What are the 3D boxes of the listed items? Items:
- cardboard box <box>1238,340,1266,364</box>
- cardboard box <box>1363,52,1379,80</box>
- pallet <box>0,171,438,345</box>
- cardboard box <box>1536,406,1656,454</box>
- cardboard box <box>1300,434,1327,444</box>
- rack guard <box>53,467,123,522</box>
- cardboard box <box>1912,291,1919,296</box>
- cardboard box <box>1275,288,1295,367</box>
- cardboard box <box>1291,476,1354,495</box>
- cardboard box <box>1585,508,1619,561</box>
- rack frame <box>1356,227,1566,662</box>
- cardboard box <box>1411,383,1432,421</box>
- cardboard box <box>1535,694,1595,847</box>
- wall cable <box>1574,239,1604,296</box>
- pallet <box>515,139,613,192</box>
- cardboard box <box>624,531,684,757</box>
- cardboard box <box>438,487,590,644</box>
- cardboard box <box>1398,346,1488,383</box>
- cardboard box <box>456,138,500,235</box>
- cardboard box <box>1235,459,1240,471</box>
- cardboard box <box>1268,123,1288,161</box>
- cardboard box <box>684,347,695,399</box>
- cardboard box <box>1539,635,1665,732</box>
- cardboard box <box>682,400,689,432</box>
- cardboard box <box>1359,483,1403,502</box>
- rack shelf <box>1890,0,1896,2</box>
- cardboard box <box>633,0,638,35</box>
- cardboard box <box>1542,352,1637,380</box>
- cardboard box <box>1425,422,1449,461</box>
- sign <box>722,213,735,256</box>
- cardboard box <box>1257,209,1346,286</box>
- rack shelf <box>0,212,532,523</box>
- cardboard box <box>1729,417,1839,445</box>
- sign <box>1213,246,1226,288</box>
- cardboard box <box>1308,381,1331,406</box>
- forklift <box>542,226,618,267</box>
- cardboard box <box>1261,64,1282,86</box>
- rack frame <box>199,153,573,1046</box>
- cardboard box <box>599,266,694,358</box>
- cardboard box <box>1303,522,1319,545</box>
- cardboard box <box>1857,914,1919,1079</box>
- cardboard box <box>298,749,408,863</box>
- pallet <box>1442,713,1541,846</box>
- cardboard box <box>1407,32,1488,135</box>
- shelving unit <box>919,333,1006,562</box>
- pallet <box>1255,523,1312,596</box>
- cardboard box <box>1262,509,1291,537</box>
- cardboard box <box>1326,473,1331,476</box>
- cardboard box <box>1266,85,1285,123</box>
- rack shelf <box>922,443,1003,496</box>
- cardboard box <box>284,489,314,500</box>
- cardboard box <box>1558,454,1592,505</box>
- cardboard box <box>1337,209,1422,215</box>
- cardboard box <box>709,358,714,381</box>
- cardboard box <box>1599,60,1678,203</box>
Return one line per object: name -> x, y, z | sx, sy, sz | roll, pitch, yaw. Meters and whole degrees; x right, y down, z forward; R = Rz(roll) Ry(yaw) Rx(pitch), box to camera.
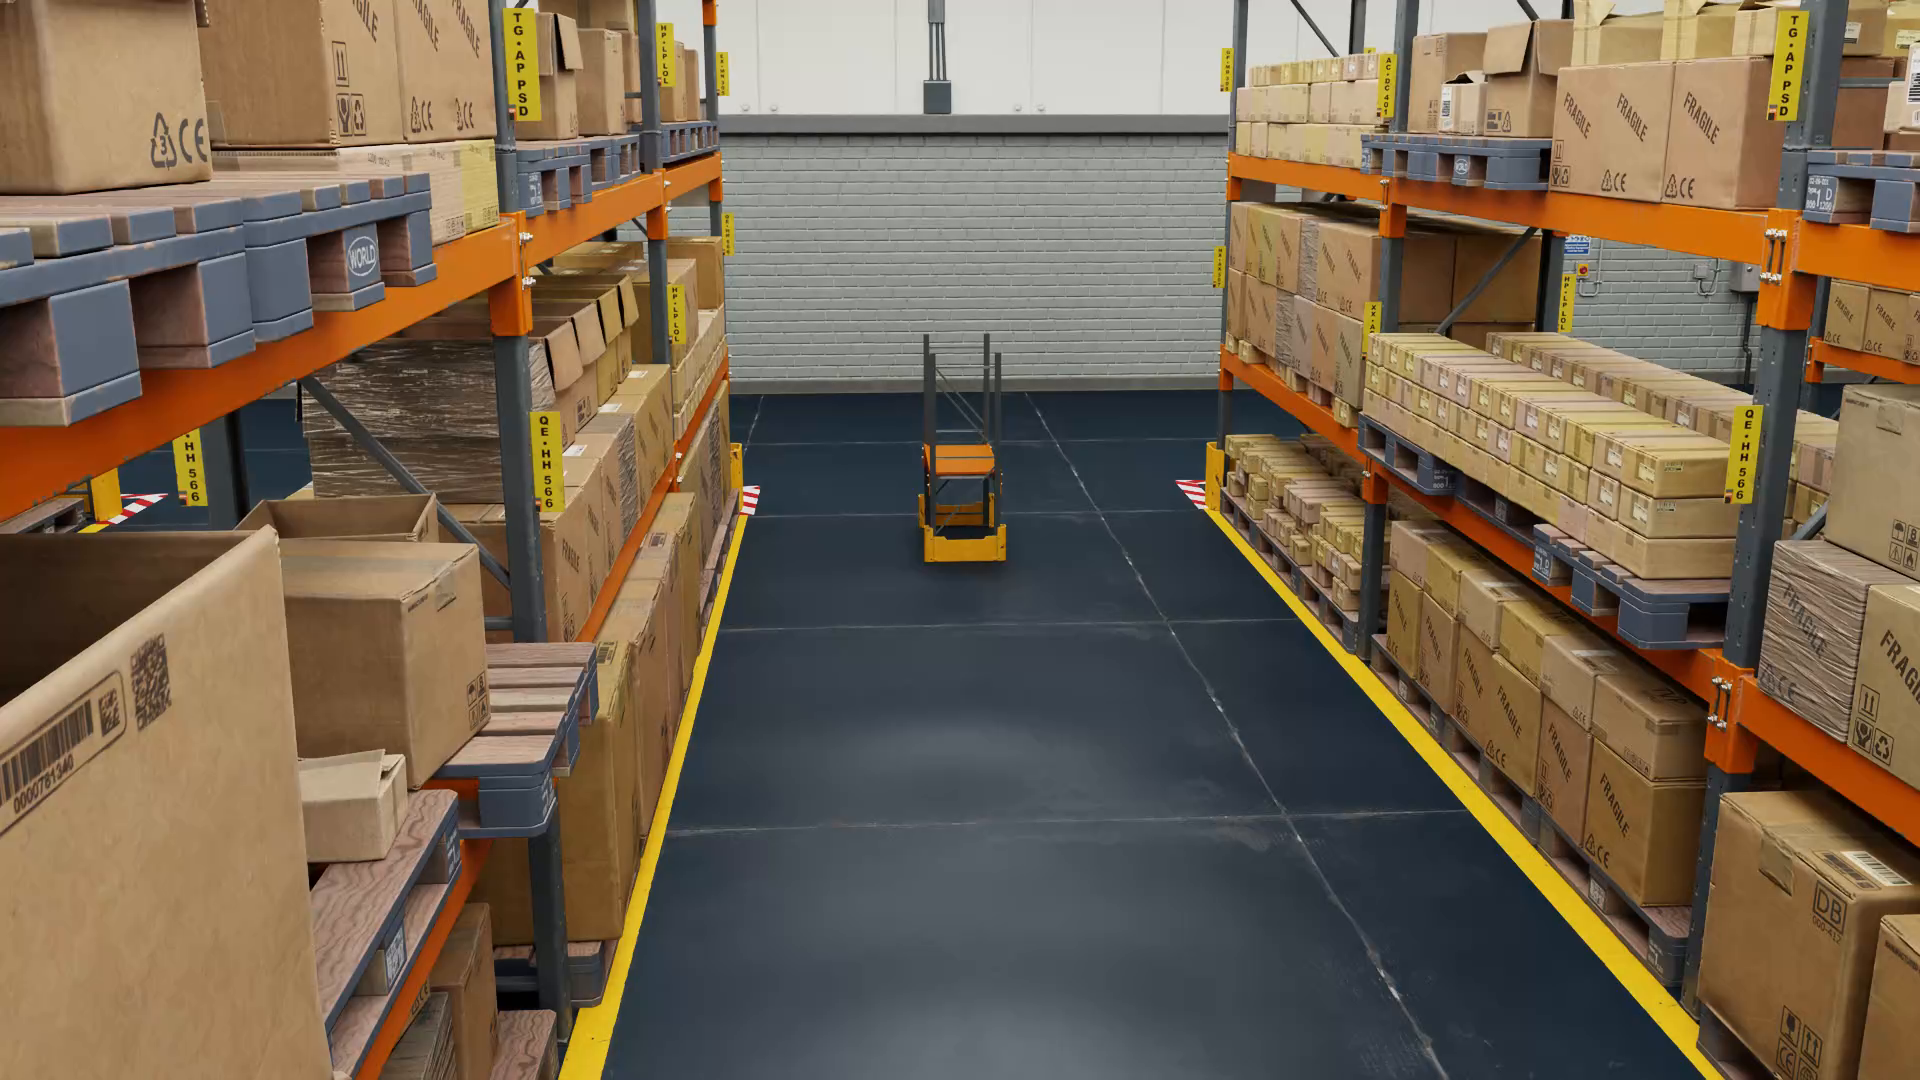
cardboard box -> 2.316, -1.418, 12.521 | 0.380, 0.149, 0.250 | -1, 14, -5
cardboard box -> 2.531, -2.715, 9.537 | 0.380, 0.149, 0.250 | -1, 14, -2
pallet -> -1.610, -0.494, 2.785 | 1.213, 0.211, 1.003 | -1, 14, -3
cardboard box -> 2.560, -0.444, 6.701 | 0.380, 0.149, 0.250 | 0, 14, -2
cardboard box -> 2.888, -0.738, 13.061 | 0.380, 0.149, 0.250 | -1, 14, -3
rack guard -> -7.312, -0.423, 13.166 | 1.175, 0.500, 0.348 | -1, 14, -3
cardboard box -> 7.361, -2.010, 12.110 | 0.500, 0.500, 0.500 | -1, 14, -4
cardboard box -> 2.468, -1.451, 11.347 | 0.500, 0.500, 0.500 | -1, 14, -5
cardboard box -> 2.508, -0.343, 11.523 | 0.380, 0.149, 0.250 | -1, 14, -3
cardboard box -> 2.595, -0.025, 6.265 | 0.380, 0.149, 0.250 | -1, 14, -4
rack frame -> 2.850, -0.761, 9.463 | 1.000, 3.000, 0.127 | -1, 14, -3
cardboard box -> 2.467, -0.688, 8.245 | 0.380, 0.149, 0.250 | -2, 15, -6
cardboard box -> 2.768, 0.953, 6.978 | 0.500, 0.500, 0.500 | 0, 14, -1
wall cable -> 7.164, -3.766, 19.042 | 0.585, 1.953, 0.123 | -1, 14, -3
pallet -> -2.024, -1.513, 6.746 | 1.003, 0.211, 1.213 | 0, 14, -1
cardboard box -> -1.991, 0.498, 7.994 | 1.225, 0.875, 0.875 | -1, 14, -5
cardboard box -> -1.617, 0.112, 5.870 | 0.500, 0.500, 0.500 | 0, 14, -2
cardboard box -> 2.452, -0.892, 8.442 | 0.380, 0.149, 0.250 | -1, 14, -3
cardboard box -> -1.584, -0.980, 4.596 | 0.500, 0.250, 0.500 | -1, 14, -3
cardboard box -> 2.379, -0.588, 13.073 | 0.380, 0.149, 0.250 | 0, 14, -1
cardboard box -> 2.448, -2.761, 11.518 | 0.500, 0.250, 0.500 | -1, 14, -5
cardboard box -> -1.900, -1.025, 10.195 | 0.500, 0.250, 0.500 | -1, 14, -4
cardboard box -> 2.752, 0.587, 6.895 | 0.500, 0.250, 0.500 | -1, 14, -3
cardboard box -> -1.809, -0.731, 9.854 | 0.380, 0.149, 0.250 | -1, 14, -5
cardboard box -> 2.940, -0.287, 11.308 | 0.380, 0.149, 0.250 | -1, 15, -6
rack shelf -> 7.660, -3.723, 11.182 | 1.077, 0.370, 4.000 | -1, 14, -3
cardboard box -> -2.239, -3.317, 10.632 | 0.500, 0.250, 0.500 | -1, 14, -5
cardboard box -> 3.118, -0.837, 8.228 | 0.380, 0.149, 0.250 | -1, 14, -4
cardboard box -> 2.481, -0.480, 8.035 | 0.380, 0.149, 0.250 | -2, 15, -6
sign -> -1.812, -2.384, 12.974 | 0.100, 0.325, 0.005 | -1, 14, -3
cardboard box -> 2.413, -2.061, 11.714 | 0.500, 0.500, 0.500 | -1, 14, -5
rack shelf -> -1.735, -0.321, 3.179 | 1.077, 0.370, 4.000 | -1, 14, -3
cardboard box -> 3.233, -0.381, 6.456 | 0.380, 0.149, 0.250 | -1, 14, -4
sign -> 2.061, -2.166, 13.188 | 0.100, 0.325, 0.005 | -1, 14, -3
cardboard box -> 2.479, -0.968, 10.772 | 0.380, 0.149, 0.250 | -2, 15, -6
forklift -> -3.804, -2.105, 14.825 | 3.031, 2.935, 1.130 | 0, 14, -2
cardboard box -> 2.351, -3.294, 11.786 | 0.380, 0.149, 0.250 | -1, 14, -3
rack frame -> -1.859, 0.286, 5.396 | 1.000, 3.000, 0.127 | -1, 14, -3
cardboard box -> -1.904, -1.389, 10.106 | 0.500, 0.500, 0.500 | -1, 14, -3
cardboard box -> 2.497, -0.061, 11.026 | 0.380, 0.149, 0.250 | -1, 14, -2
cardboard box -> 3.103, 1.491, 4.385 | 1.050, 0.750, 0.750 | -1, 14, -3
cardboard box -> -1.486, 0.558, 3.765 | 0.396, 0.266, 0.258 | -1, 14, -5
pallet -> 2.978, 1.088, 7.876 | 1.003, 0.211, 1.213 | -1, 14, -3
cardboard box -> 2.764, -2.369, 8.651 | 0.700, 0.500, 0.500 | -1, 14, -3
shelving unit -> 0.005, -0.707, 12.266 | 0.587, 1.500, 1.083 | -1, 14, -3
pallet -> 2.695, 0.119, 11.639 | 1.003, 0.211, 1.213 | -1, 14, -3
cardboard box -> 2.381, -0.127, 11.878 | 0.380, 0.149, 0.250 | -2, 15, -6
cardboard box -> 2.868, -0.398, 12.334 | 0.380, 0.149, 0.250 | -1, 14, -4
cardboard box -> 2.423, -3.009, 11.478 | 0.500, 0.250, 0.500 | -1, 14, -3
rack shelf -> 0.005, -0.531, 12.302 | 0.538, 0.185, 1.000 | -1, 14, -3
cardboard box -> -2.137, 0.118, 5.846 | 0.500, 0.500, 0.500 | 0, 14, -2
cardboard box -> 2.576, -0.239, 6.500 | 0.380, 0.149, 0.250 | -1, 14, -2
cardboard box -> 2.952, -2.067, 11.736 | 0.500, 0.500, 0.500 | 0, 14, -1
cardboard box -> -1.922, -1.180, 11.598 | 0.380, 0.149, 0.250 | -1, 14, -3
cardboard box -> 2.765, -1.529, 6.229 | 0.500, 0.500, 0.500 | -1, 14, -3
